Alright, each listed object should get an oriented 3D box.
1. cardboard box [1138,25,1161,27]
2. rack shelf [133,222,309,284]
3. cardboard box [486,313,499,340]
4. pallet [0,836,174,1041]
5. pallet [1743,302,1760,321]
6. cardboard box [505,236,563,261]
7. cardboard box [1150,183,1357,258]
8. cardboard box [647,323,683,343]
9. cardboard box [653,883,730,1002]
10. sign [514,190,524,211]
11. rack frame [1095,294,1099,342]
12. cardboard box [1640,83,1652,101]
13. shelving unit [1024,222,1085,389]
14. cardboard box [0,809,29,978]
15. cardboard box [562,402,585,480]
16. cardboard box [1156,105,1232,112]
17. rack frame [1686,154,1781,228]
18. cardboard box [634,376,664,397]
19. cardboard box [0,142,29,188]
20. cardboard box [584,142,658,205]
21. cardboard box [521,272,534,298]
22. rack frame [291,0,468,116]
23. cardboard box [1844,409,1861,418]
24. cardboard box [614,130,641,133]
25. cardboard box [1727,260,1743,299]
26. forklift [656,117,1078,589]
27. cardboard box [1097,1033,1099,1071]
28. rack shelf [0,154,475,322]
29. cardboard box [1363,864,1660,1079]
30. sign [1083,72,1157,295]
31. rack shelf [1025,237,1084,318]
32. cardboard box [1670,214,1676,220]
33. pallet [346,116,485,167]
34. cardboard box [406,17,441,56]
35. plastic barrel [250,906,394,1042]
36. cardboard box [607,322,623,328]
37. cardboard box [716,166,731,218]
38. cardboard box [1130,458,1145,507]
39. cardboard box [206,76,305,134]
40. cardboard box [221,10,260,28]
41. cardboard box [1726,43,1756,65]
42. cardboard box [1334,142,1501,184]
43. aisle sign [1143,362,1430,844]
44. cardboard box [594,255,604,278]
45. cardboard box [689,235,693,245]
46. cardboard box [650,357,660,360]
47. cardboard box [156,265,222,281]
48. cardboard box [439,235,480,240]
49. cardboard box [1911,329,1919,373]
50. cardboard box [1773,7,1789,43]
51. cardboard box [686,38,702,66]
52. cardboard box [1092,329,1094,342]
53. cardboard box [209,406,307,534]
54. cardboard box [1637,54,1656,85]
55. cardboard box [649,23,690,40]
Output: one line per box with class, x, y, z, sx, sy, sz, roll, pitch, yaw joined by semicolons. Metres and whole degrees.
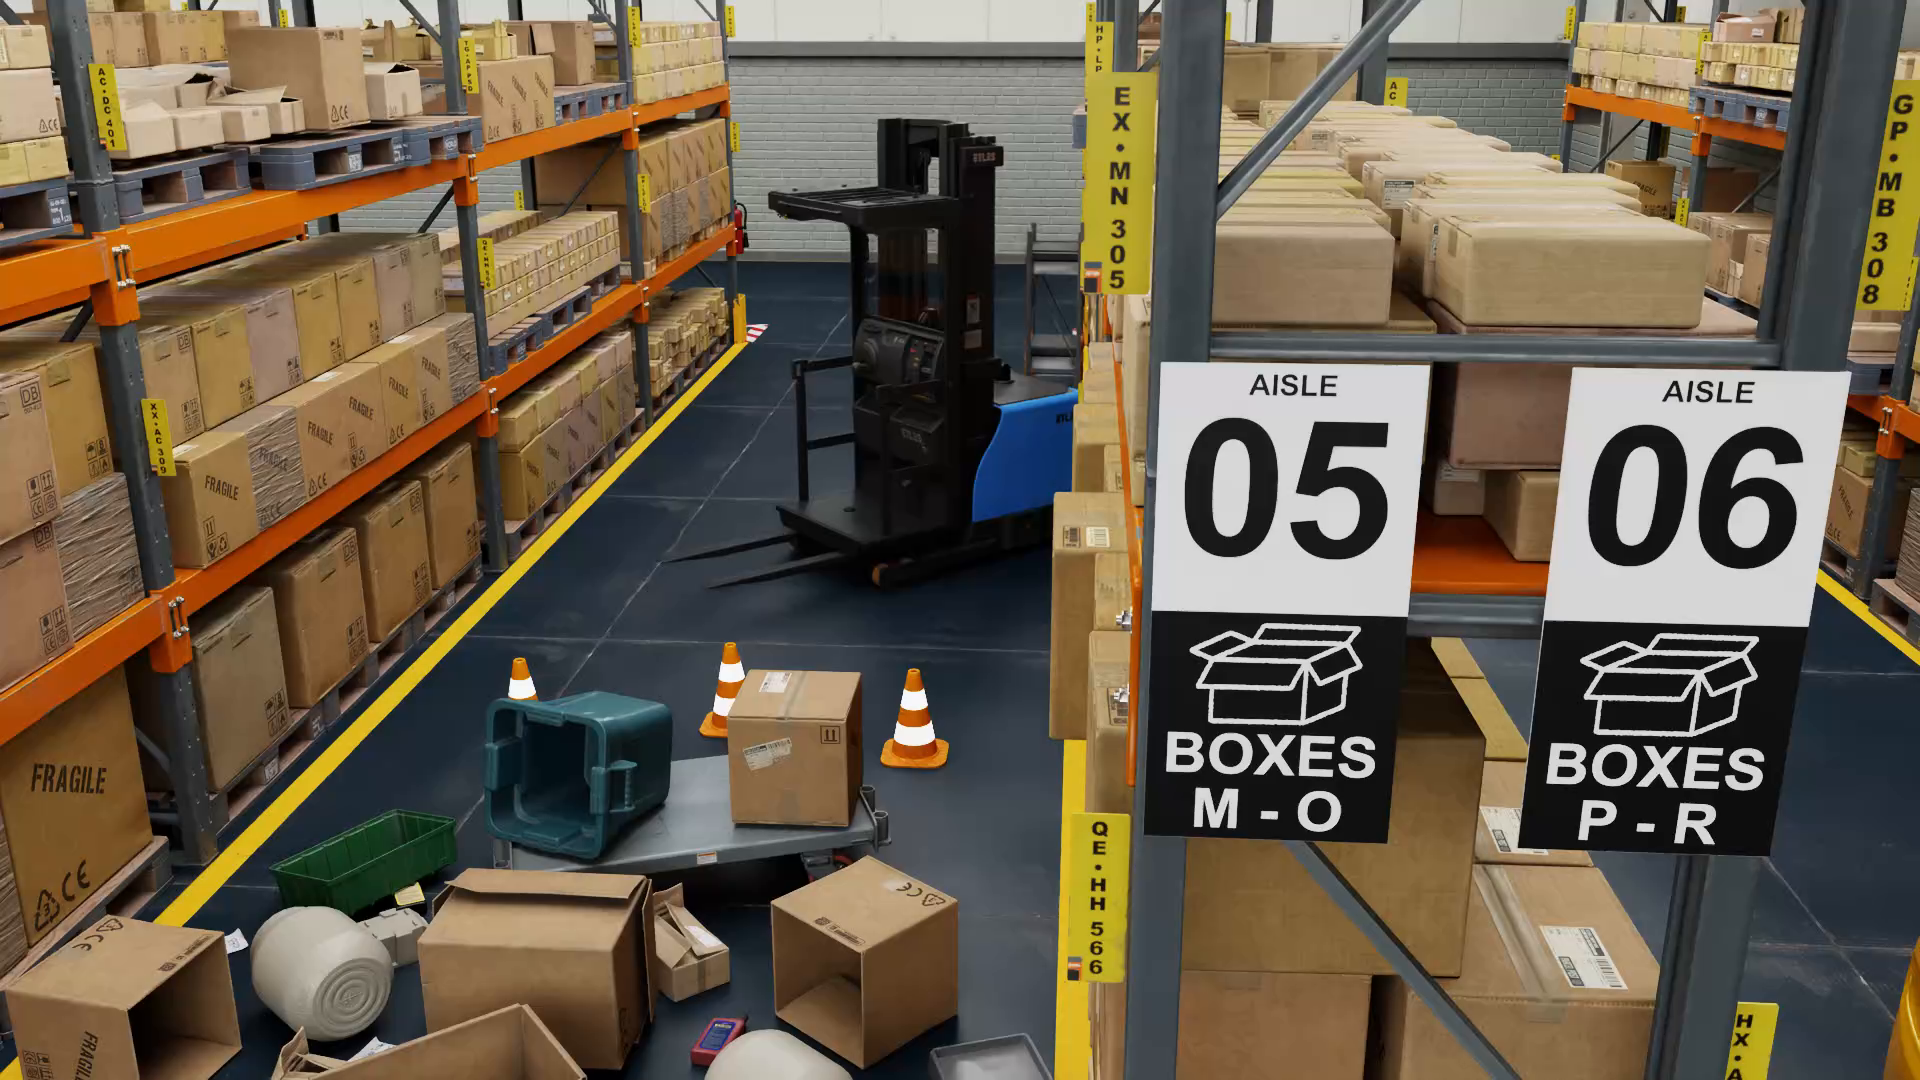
cardboard box;1.200;-3.375;11.754;0.500;0.500;0.500;1;18;4
rack shelf;-8.091;-2.892;17.086;1.077;0.370;4.000;1;18;4
cardboard box;-3.348;-1.443;11.237;0.380;0.149;0.250;1;18;3
pallet;-4.001;1.574;6.781;1.003;0.211;1.213;1;18;4
pallet;6.449;-1.552;12.151;1.003;0.211;1.213;1;18;4
cardboard box;-3.241;-2.216;12.641;0.380;0.149;0.250;1;18;3
cardboard box;0.576;-0.620;3.303;0.380;0.149;0.250;1;18;3
cardboard box;-2.920;-2.023;16.227;0.380;0.149;0.250;2;18;5
cardboard box;-1.123;1.598;6.620;0.258;0.266;0.396;-13;22;-34
sign;-3.837;-2.891;14.540;0.100;0.325;0.005;1;18;4
rack frame;1.363;-1.149;10.612;1.000;3.000;0.127;1;18;4
cardboard box;6.463;-4.102;15.211;0.380;0.149;0.250;1;18;4
shelving unit;0.709;-1.291;12.491;0.431;2.100;0.503;2;18;5
cardboard box;-4.044;1.298;5.881;0.875;0.875;0.875;1;18;4
cardboard box;-3.212;-0.769;12.794;0.500;0.500;0.500;1;18;3
cardboard box;0.739;-1.420;5.744;0.380;0.149;0.250;2;18;6
rack frame;6.601;-2.282;14.069;1.000;3.000;0.127;1;18;4
cardboard box;-2.948;-1.421;15.346;0.380;0.149;0.250;0;18;2
cardboard box;-3.593;-1.340;5.947;0.380;0.149;0.250;2;18;5
cardboard box;-3.019;-3.269;14.838;0.500;0.500;0.500;2;18;5
cardboard box;-3.296;-1.841;11.975;0.380;0.149;0.250;1;18;4
rack frame;-3.582;-4.079;9.919;1.000;3.000;0.127;1;18;4
cardboard box;6.230;-0.843;11.976;0.380;0.149;0.250;1;18;3
cardboard box;-3.427;-3.767;16.358;0.500;0.500;0.500;1;18;2
cardboard box;6.119;-1.994;12.733;0.396;0.266;0.258;2;18;7
forklift;-0.578;-1.256;11.048;3.031;2.935;1.130;-14;23;-36
cardboard box;0.567;1.330;4.542;0.380;0.149;0.250;2;18;5
rack shelf;-3.725;-1.690;8.603;1.077;0.370;4.000;1;18;4
cardboard box;1.100;1.006;3.397;0.500;0.500;0.500;1;18;3
sign;0.237;-0.529;2.481;0.100;0.325;0.005;1;18;4
rack shelf;0.709;-1.943;12.277;0.431;0.518;0.480;2;18;5
cardboard box;7.003;-2.969;15.930;0.500;0.250;0.500;1;18;4
pallet;-3.575;-2.362;9.802;1.213;0.211;1.003;2;18;6
cardboard box;-3.740;-3.596;11.873;0.396;0.266;0.258;1;18;4
plastic barrel;-2.420;1.625;6.283;0.512;0.421;0.421;17;25;41
cardboard box;-3.516;-2.037;16.270;0.380;0.149;0.250;0;18;1
cardboard box;-2.784;-3.756;17.931;0.500;0.500;0.500;2;18;5
cardboard box;0.521;-0.165;3.196;0.380;0.149;0.250;1;18;4
cardboard box;-3.523;-2.171;8.294;0.396;0.266;0.258;1;18;4
cardboard box;-7.932;-5.412;17.810;0.700;0.500;0.500;0;18;1
cardboard box;6.133;-3.731;12.765;0.380;0.149;0.250;1;18;3
cardboard box;1.159;-0.927;4.240;0.380;0.149;0.250;2;18;5
aisle sign;0.496;0.113;2.585;0.394;0.787;0.004;1;18;4
cardboard box;-3.164;-2.265;13.746;0.380;0.149;0.250;1;18;4
cardboard box;-2.930;-3.088;16.932;0.380;0.149;0.250;1;18;2
cardboard box;-3.021;-1.642;15.545;0.380;0.149;0.250;1;18;4
cardboard box;-8.043;-2.285;16.817;0.875;0.875;0.875;1;18;4
cardboard box;-3.889;-2.236;12.702;0.380;0.149;0.250;2;18;6
cardboard box;6.014;-1.074;9.820;0.500;0.250;0.500;1;18;4
cardboard box;6.647;-4.076;13.154;0.396;0.266;0.258;1;18;3
cardboard box;-2.862;-4.838;16.490;0.500;0.250;0.500;2;18;5
cardboard box;1.140;-1.240;11.132;0.500;0.250;0.500;1;18;2
cardboard box;-3.527;-0.347;8.005;0.500;0.500;0.500;1;18;4
cardboard box;6.461;-4.253;15.031;0.500;0.250;0.500;2;18;5
cardboard box;-2.862;-4.987;16.306;0.380;0.149;0.250;2;18;5
